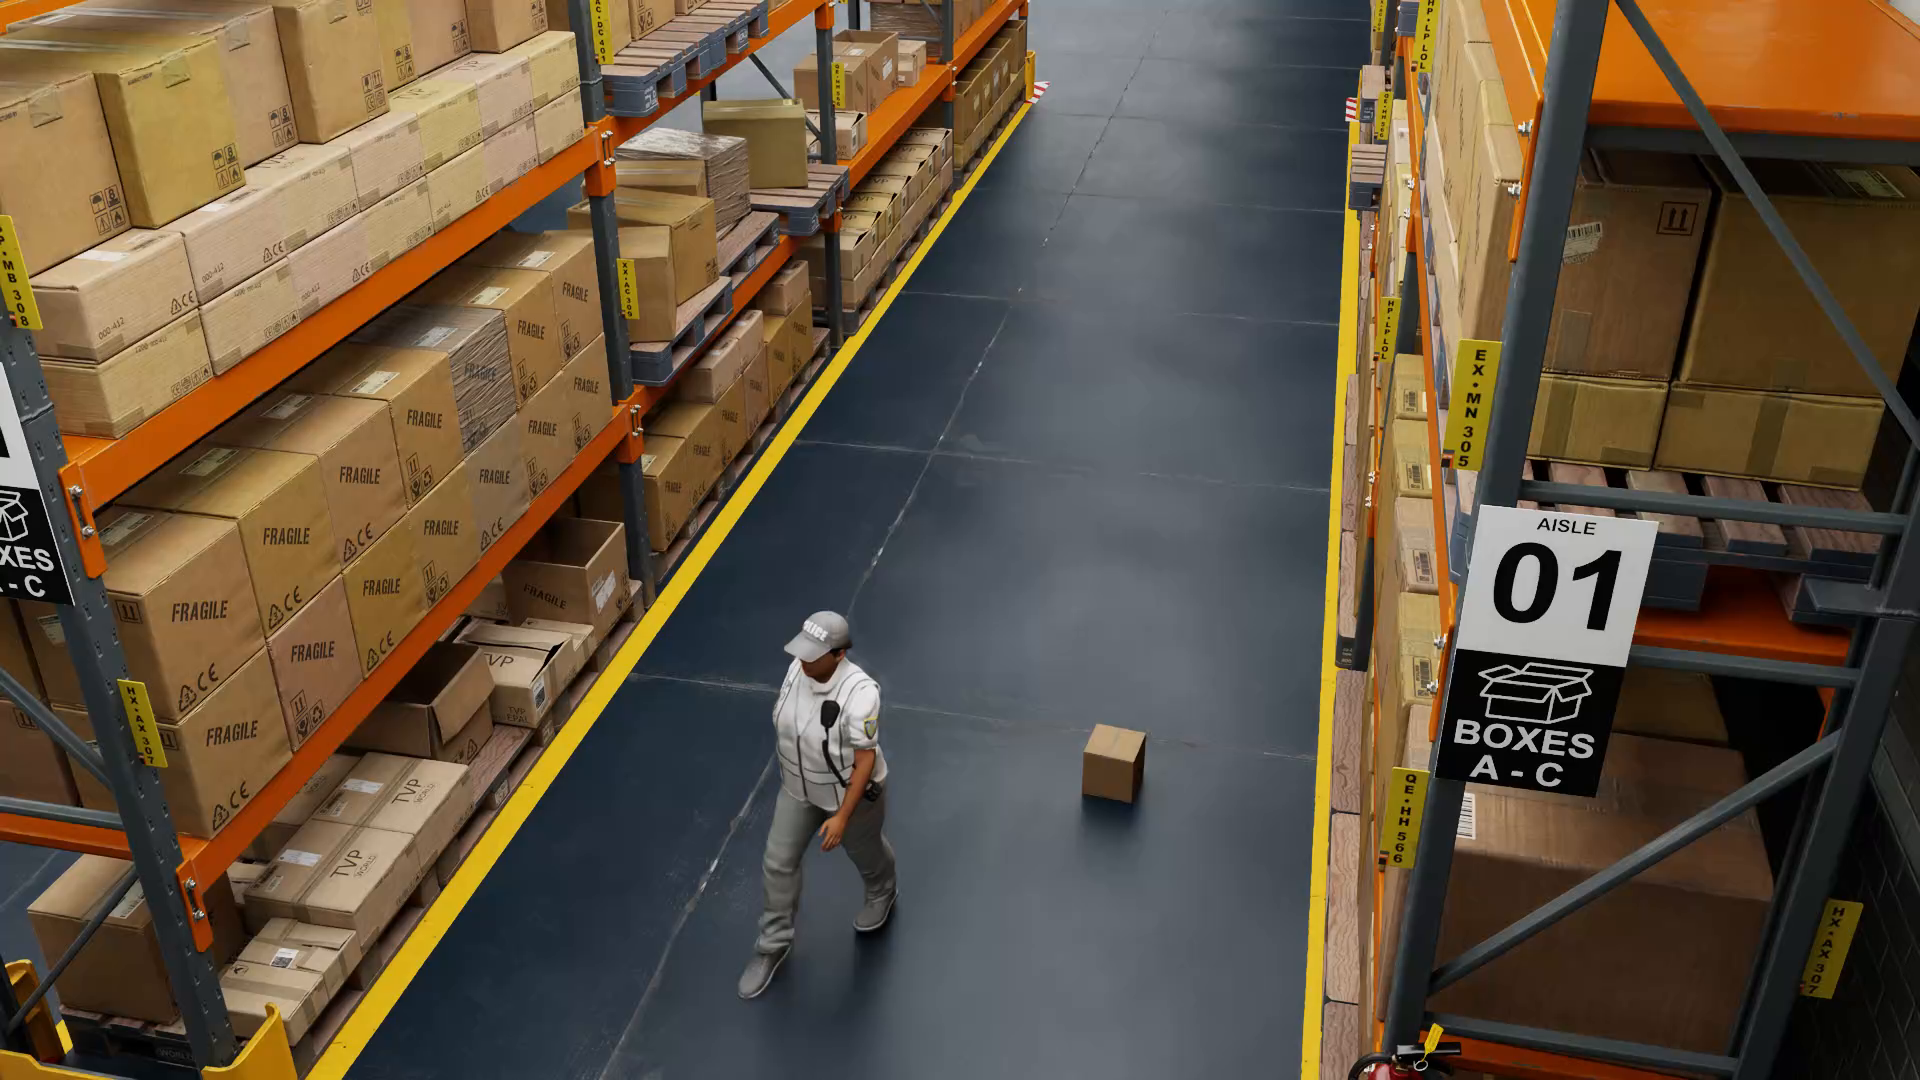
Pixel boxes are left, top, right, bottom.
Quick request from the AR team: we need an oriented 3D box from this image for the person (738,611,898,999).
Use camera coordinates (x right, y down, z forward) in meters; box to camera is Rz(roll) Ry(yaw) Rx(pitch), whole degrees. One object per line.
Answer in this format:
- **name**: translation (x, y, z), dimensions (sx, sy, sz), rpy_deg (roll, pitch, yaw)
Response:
- **person**: translation (-0.559, 1.041, 6.734), dimensions (0.495, 1.670, 0.841), rpy_deg (17, 33, 28)
